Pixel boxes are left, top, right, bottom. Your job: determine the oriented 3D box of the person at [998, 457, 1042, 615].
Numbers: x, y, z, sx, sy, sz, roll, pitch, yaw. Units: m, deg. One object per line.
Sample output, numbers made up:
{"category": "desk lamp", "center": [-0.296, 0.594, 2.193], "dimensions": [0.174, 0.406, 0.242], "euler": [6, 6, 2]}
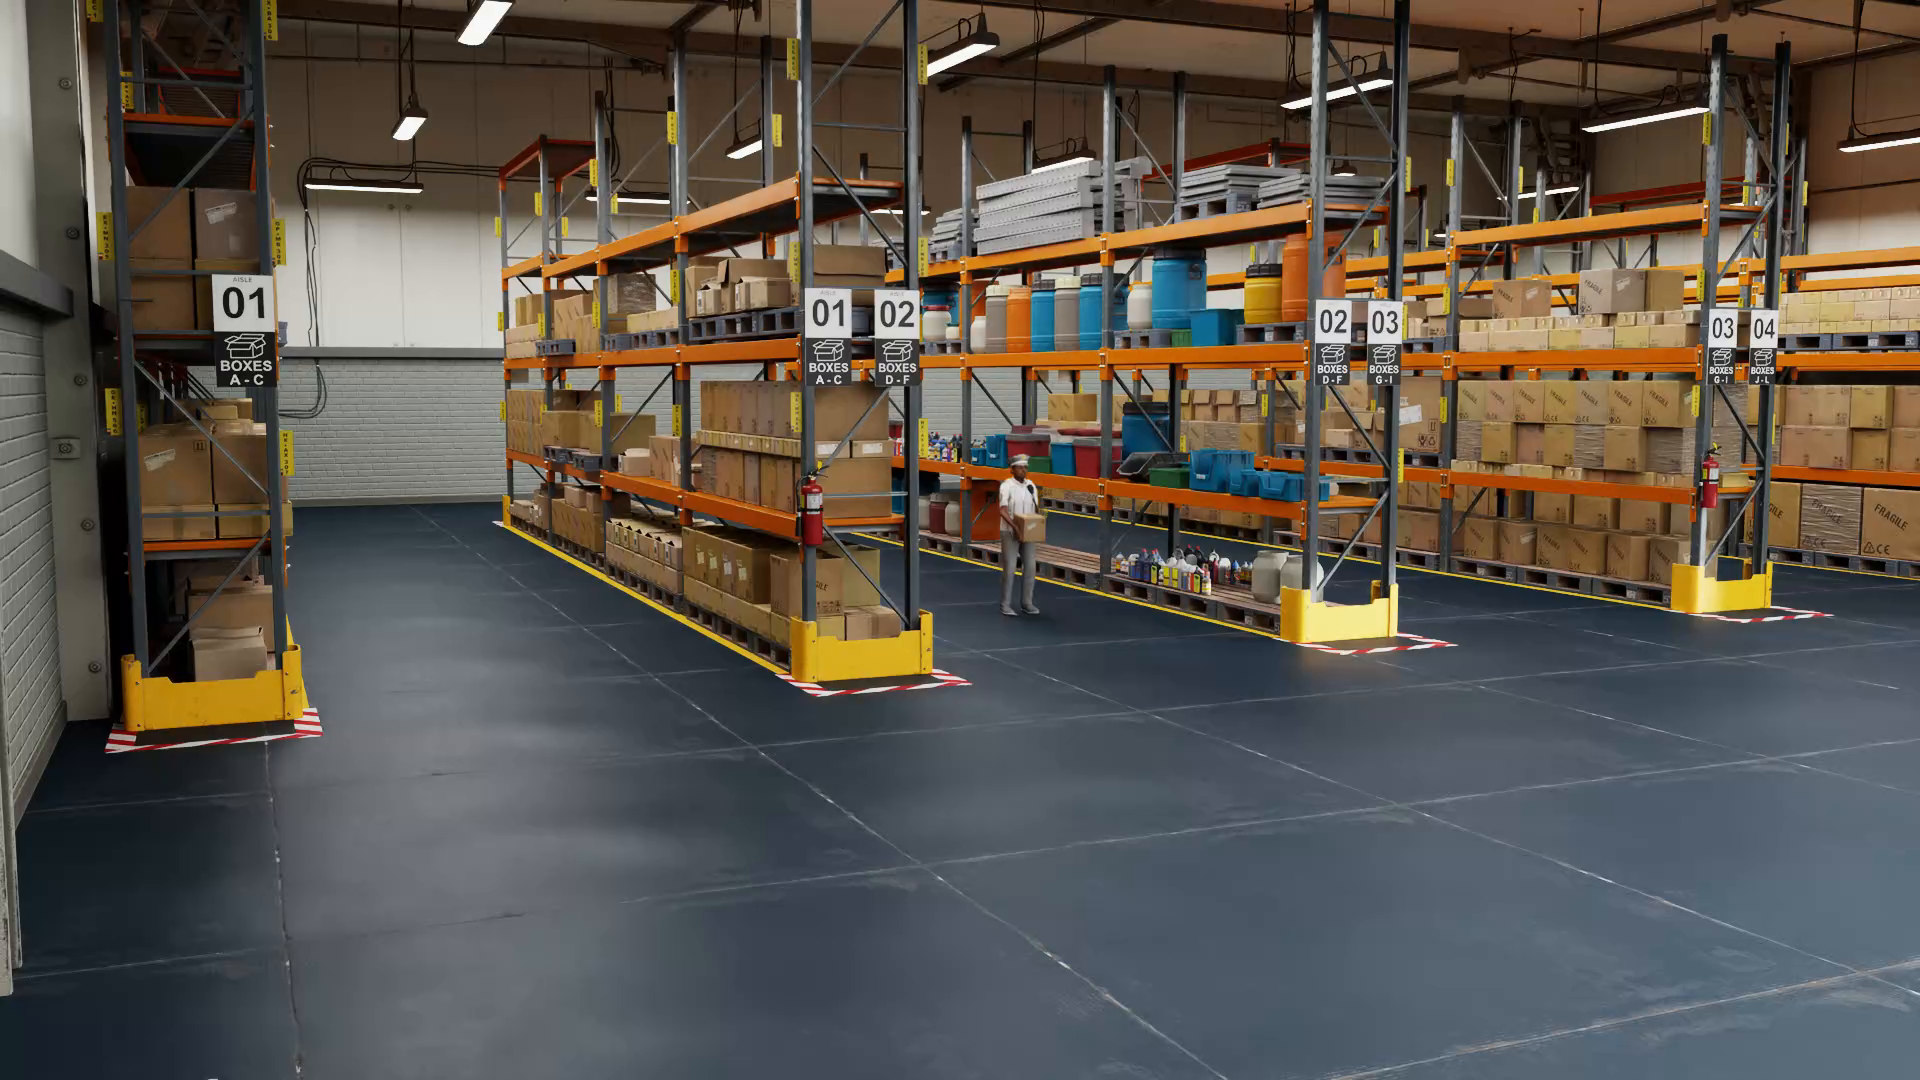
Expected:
{"category": "person", "center": [0.631, -0.049, 17.521], "dimensions": [0.515, 1.657, 0.400], "euler": [-3, 6, -24]}
